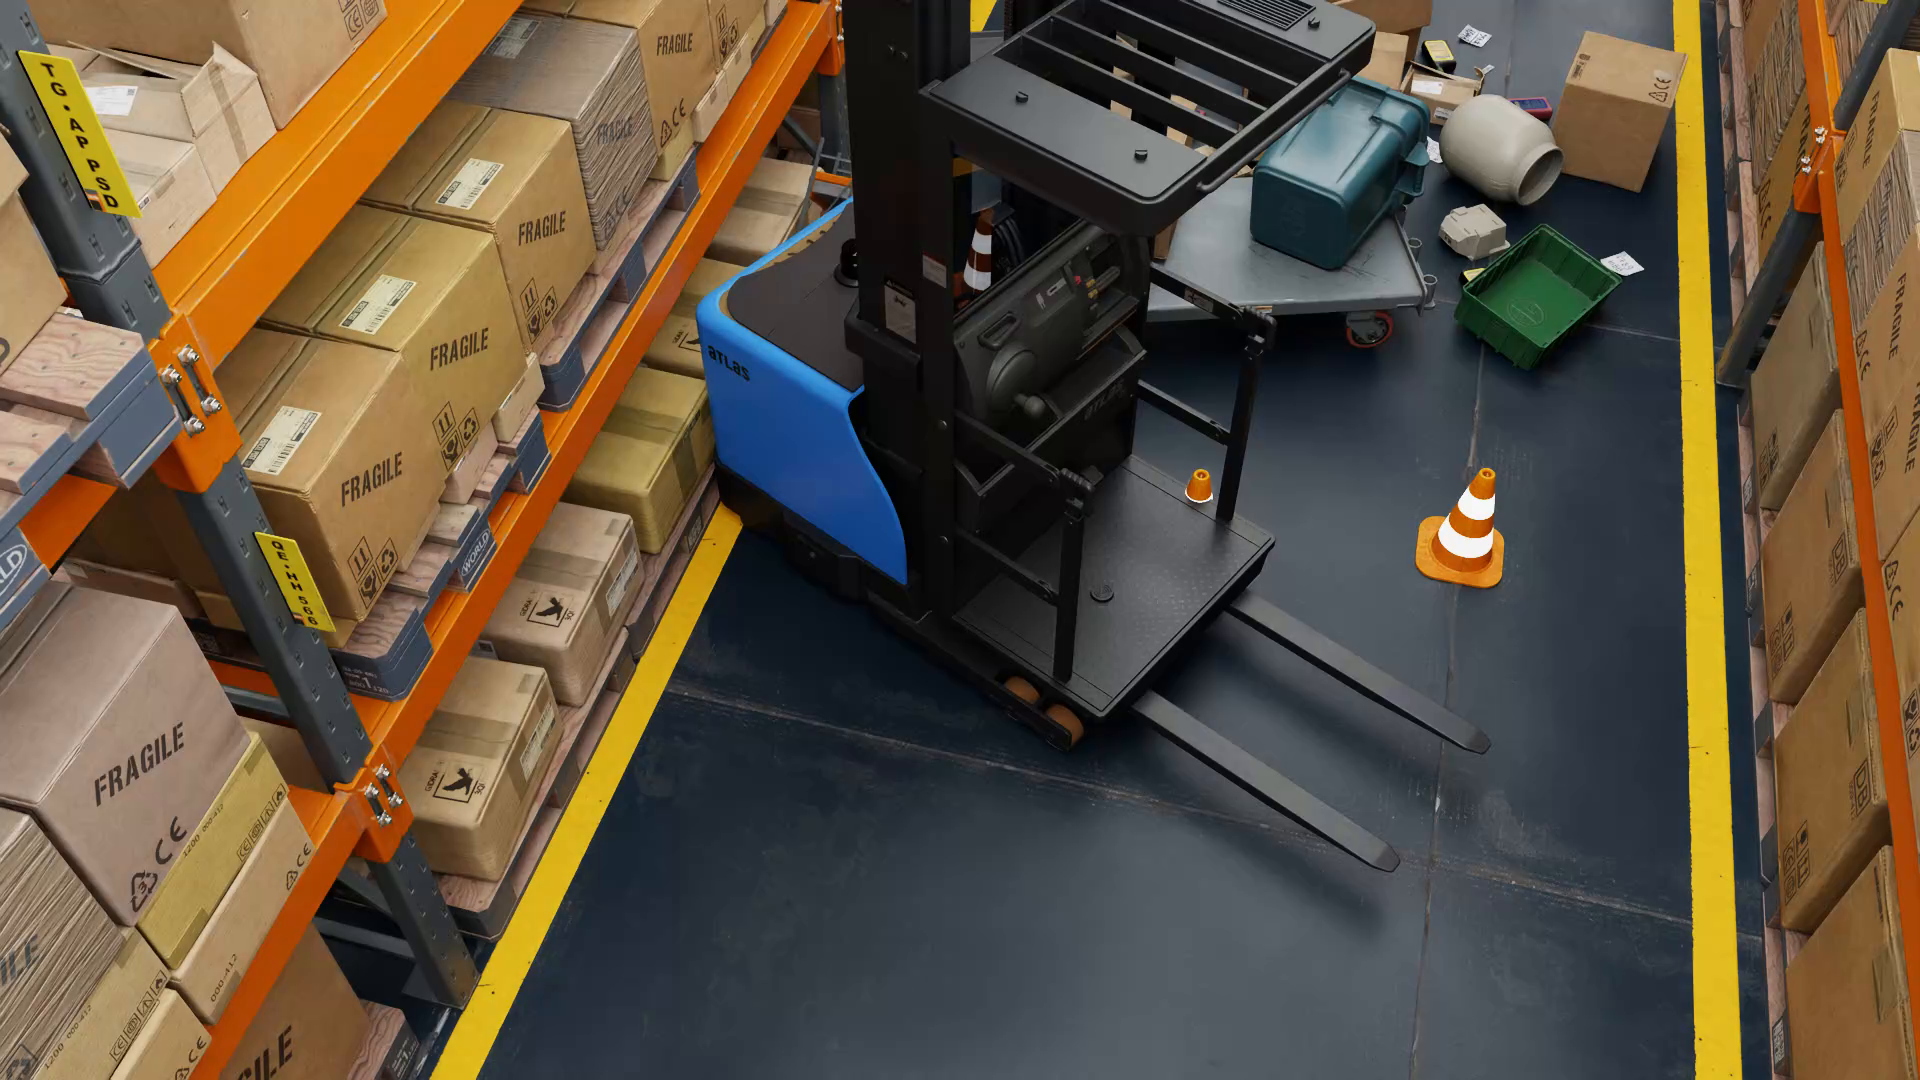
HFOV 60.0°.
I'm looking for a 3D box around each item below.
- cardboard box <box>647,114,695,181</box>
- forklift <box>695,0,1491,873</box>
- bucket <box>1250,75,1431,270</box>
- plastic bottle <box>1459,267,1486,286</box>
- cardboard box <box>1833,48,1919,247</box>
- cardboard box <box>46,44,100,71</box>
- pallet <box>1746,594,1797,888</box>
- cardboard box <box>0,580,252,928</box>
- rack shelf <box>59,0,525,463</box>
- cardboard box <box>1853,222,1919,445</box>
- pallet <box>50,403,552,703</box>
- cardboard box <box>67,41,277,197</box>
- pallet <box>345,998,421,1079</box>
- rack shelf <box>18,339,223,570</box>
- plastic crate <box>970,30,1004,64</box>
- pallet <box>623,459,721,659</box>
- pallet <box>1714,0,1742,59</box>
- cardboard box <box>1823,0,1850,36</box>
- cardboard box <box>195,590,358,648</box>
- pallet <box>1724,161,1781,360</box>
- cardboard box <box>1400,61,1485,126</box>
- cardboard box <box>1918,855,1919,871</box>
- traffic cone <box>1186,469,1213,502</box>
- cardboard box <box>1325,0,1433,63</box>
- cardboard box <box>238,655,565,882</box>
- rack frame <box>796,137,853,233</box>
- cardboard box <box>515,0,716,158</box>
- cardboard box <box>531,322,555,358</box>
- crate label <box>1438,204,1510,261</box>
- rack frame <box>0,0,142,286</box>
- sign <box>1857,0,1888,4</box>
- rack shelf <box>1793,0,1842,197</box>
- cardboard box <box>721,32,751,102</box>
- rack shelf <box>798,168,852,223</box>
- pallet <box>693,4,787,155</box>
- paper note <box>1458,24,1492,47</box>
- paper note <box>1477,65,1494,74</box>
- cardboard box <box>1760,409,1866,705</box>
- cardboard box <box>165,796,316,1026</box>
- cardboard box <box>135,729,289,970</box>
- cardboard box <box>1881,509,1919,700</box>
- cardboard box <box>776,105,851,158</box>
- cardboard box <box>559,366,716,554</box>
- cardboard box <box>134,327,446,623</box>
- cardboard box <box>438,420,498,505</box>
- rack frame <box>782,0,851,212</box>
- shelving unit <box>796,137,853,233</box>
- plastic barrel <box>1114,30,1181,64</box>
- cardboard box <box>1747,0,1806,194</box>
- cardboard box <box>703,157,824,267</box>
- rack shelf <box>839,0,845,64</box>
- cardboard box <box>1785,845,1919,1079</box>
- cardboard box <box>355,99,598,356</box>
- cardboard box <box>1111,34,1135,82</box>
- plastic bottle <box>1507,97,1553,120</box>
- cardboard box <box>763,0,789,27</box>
[{"bbox_3d":[-1.155,-1.411,5.801,0.380,0.149,0.250,12,50,10],"label":"cardboard box"},{"bbox_3d":[0.473,-0.666,5.302,3.031,2.935,1.130,33,56,25],"label":"forklift"},{"bbox_3d":[1.611,-1.587,7.238,0.726,0.611,0.620,28,64,22],"label":"bucket"},{"bbox_3d":[2.416,-1.139,7.633,0.133,0.061,0.283,-11,50,-10],"label":"plastic bottle"},{"bbox_3d":[3.401,-1.319,5.766,0.500,0.500,0.500,12,50,10],"label":"cardboard box"},{"bbox_3d":[-2.118,-0.984,3.704,0.380,0.149,0.250,12,50,10],"label":"cardboard box"},{"bbox_3d":[3.349,0.768,5.851,1.003,0.211,1.213,12,50,10],"label":"pallet"},{"bbox_3d":[-1.940,0.438,3.548,0.500,0.500,0.500,10,49,9],"label":"cardboard box"},{"bbox_3d":[-1.529,-1.825,4.758,1.077,0.370,4.000,12,50,10],"label":"rack shelf"},{"bbox_3d":[3.135,-0.593,5.125,0.500,0.500,0.500,11,50,10],"label":"cardboard box"},{"bbox_3d":[-1.971,-0.097,4.882,1.213,0.211,1.003,12,50,10],"label":"pallet"},{"bbox_3d":[-1.742,-0.951,3.596,0.396,0.266,0.258,12,50,10],"label":"cardboard box"},{"bbox_3d":[-2.336,1.854,4.892,1.003,0.211,1.213,12,50,10],"label":"pallet"},{"bbox_3d":[-2.582,1.068,2.205,1.077,0.370,4.000,12,50,10],"label":"rack shelf"},{"bbox_3d":[0.201,-2.525,8.844,0.402,0.080,0.583,-4,49,-3],"label":"plastic crate"},{"bbox_3d":[-1.526,-0.146,6.657,1.003,0.211,1.213,12,50,10],"label":"pallet"},{"bbox_3d":[4.717,-2.990,9.167,1.003,0.211,1.213,12,50,10],"label":"pallet"},{"bbox_3d":[4.007,-2.335,6.629,0.875,0.550,0.550,12,50,10],"label":"cardboard box"},{"bbox_3d":[-1.791,0.122,4.448,0.380,0.149,0.250,9,49,8],"label":"cardboard box"},{"bbox_3d":[4.075,-1.225,7.609,1.003,0.211,1.213,12,50,10],"label":"pallet"},{"bbox_3d":[2.475,-2.315,8.535,0.396,0.266,0.258,19,51,16],"label":"cardboard box"},{"bbox_3d":[2.606,0.868,3.835,0.500,0.500,0.500,12,50,10],"label":"cardboard box"},{"bbox_3d":[0.910,-0.097,6.446,0.336,0.463,0.334,12,50,10],"label":"traffic cone"},{"bbox_3d":[2.030,-2.814,8.817,0.797,0.503,0.637,-19,51,-16],"label":"cardboard box"},{"bbox_3d":[-1.898,0.700,5.523,0.950,0.372,0.625,9,49,7],"label":"cardboard box"},{"bbox_3d":[-0.619,-1.150,6.934,0.200,0.008,1.050,15,91,13],"label":"rack frame"},{"bbox_3d":[-1.174,-1.677,5.603,0.500,0.500,0.500,13,50,11],"label":"cardboard box"},{"bbox_3d":[-1.487,-0.649,5.129,0.380,0.149,0.250,14,50,12],"label":"cardboard box"},{"bbox_3d":[2.429,-1.466,7.871,0.298,0.136,0.250,-19,51,-16],"label":"crate label"},{"bbox_3d":[-2.056,-1.609,2.087,1.000,3.000,0.127,12,50,10],"label":"rack frame"},{"bbox_3d":[3.263,-2.034,5.834,0.100,0.325,0.005,12,50,10],"label":"sign"},{"bbox_3d":[4.325,-2.822,7.639,1.077,0.370,4.000,12,50,10],"label":"rack shelf"},{"bbox_3d":[-0.992,-1.765,6.114,0.380,0.149,0.250,11,49,9],"label":"cardboard box"},{"bbox_3d":[-0.523,-1.410,7.048,0.215,0.240,0.259,15,91,13],"label":"rack shelf"},{"bbox_3d":[-1.345,-1.930,6.499,1.003,0.211,1.213,12,50,10],"label":"pallet"},{"bbox_3d":[2.812,-2.755,9.081,0.144,0.017,0.142,28,54,22],"label":"paper note"},{"bbox_3d":[2.804,-2.505,8.873,0.123,0.001,0.032,-37,58,-28],"label":"paper note"},{"bbox_3d":[3.465,0.156,5.751,1.050,0.750,0.750,12,50,10],"label":"cardboard box"},{"bbox_3d":[-1.939,0.843,4.024,0.500,0.250,0.500,10,49,9],"label":"cardboard box"},{"bbox_3d":[-1.938,0.661,3.852,0.500,0.250,0.500,11,50,10],"label":"cardboard box"},{"bbox_3d":[2.870,0.146,4.473,0.500,0.500,0.500,11,49,9],"label":"cardboard box"},{"bbox_3d":[-0.587,-2.120,8.093,0.500,0.250,0.500,10,49,8],"label":"cardboard box"},{"bbox_3d":[-1.506,-0.383,6.479,0.950,0.372,0.625,13,50,11],"label":"cardboard box"},{"bbox_3d":[-1.714,-0.174,4.277,0.500,0.500,0.500,10,49,9],"label":"cardboard box"},{"bbox_3d":[-1.568,-0.265,4.789,0.380,0.149,0.250,9,49,8],"label":"cardboard box"},{"bbox_3d":[-1.003,-2.517,6.890,1.000,3.000,0.127,12,50,10],"label":"rack frame"},{"bbox_3d":[-0.593,-1.146,7.053,0.215,0.252,1.050,15,91,13],"label":"shelving unit"},{"bbox_3d":[0.967,-2.765,8.827,0.421,0.421,0.512,-27,54,-22],"label":"plastic barrel"},{"bbox_3d":[4.266,-2.143,7.697,0.875,0.875,0.875,12,50,10],"label":"cardboard box"},{"bbox_3d":[-1.139,-1.407,7.382,0.950,0.372,0.625,12,50,11],"label":"cardboard box"},{"bbox_3d":[-0.477,-3.726,8.436,1.077,0.370,4.000,12,50,10],"label":"rack shelf"},{"bbox_3d":[2.993,1.463,4.598,1.050,0.750,0.750,11,49,10],"label":"cardboard box"},{"bbox_3d":[-1.451,-0.938,4.951,0.500,0.500,0.500,12,50,11],"label":"cardboard box"},{"bbox_3d":[0.592,-2.197,8.273,0.500,0.500,0.500,-27,54,-22],"label":"cardboard box"},{"bbox_3d":[2.900,-2.224,8.591,0.283,0.061,0.133,-4,49,-3],"label":"plastic bottle"},{"bbox_3d":[-0.872,-2.146,6.450,0.380,0.149,0.250,12,50,11],"label":"cardboard box"}]
